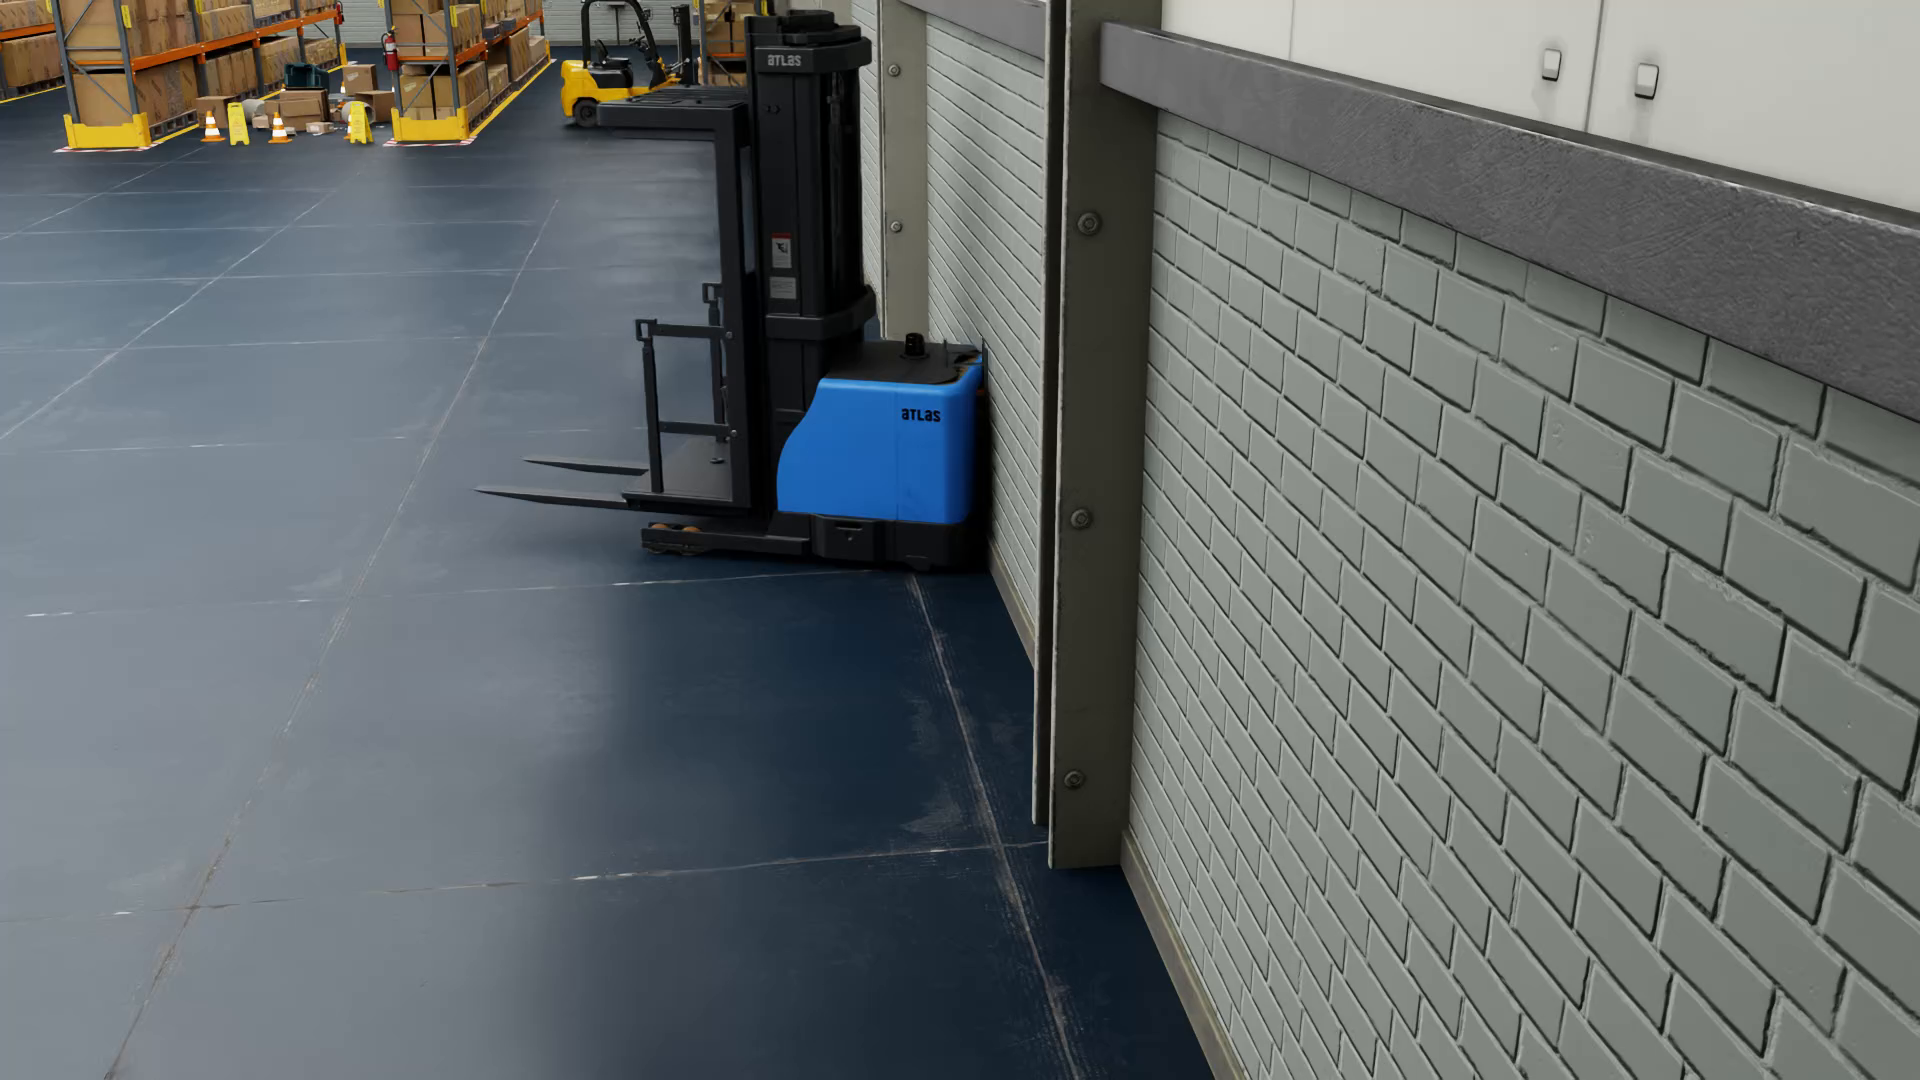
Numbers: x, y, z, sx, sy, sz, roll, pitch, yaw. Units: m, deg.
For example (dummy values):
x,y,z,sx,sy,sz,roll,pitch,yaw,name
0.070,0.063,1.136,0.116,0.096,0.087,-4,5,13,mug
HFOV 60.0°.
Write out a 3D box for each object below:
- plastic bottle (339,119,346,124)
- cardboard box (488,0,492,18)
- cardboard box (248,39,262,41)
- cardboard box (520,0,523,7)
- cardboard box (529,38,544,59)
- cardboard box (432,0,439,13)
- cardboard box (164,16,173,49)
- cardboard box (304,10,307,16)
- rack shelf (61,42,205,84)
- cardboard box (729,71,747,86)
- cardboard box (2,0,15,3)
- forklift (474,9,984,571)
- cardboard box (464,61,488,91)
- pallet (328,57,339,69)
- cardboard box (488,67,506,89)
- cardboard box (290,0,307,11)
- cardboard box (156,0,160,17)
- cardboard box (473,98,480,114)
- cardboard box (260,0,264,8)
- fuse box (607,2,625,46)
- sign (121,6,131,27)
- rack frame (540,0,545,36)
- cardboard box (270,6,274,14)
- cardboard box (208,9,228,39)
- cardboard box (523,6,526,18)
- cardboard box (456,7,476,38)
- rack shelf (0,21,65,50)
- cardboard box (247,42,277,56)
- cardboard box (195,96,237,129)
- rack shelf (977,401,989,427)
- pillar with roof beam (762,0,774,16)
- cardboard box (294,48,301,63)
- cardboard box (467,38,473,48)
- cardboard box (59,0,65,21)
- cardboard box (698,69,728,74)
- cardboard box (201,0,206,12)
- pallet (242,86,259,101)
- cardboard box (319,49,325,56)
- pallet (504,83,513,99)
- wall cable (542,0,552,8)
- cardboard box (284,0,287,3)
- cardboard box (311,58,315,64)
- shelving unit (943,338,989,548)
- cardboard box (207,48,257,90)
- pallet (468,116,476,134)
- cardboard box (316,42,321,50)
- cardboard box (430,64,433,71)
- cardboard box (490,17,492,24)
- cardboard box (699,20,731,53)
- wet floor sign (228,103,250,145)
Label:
x,y,z,sx,sy,sz,roll,pitch,yaw,name
-10.938,-7.462,29.608,0.133,0.061,0.283,1,20,2,plastic bottle
-9.125,-10.113,31.338,0.500,0.500,0.500,-3,21,-8,cardboard box
-15.312,-10.612,35.742,0.500,0.250,0.500,-2,21,-6,cardboard box
-10.038,-12.001,37.060,0.500,0.250,0.500,-2,21,-6,cardboard box
-10.664,-11.991,40.596,0.875,0.438,0.875,-2,21,-6,cardboard box
-9.047,-8.991,27.505,0.700,0.500,0.500,-3,21,-7,cardboard box
-14.024,-8.656,28.391,0.875,0.550,0.550,-3,21,-8,cardboard box
-15.257,-12.132,38.270,0.380,0.149,0.250,-4,21,-10,cardboard box
-13.864,-8.066,28.053,1.077,0.370,4.000,-3,21,-8,rack shelf
-3.662,-7.800,28.212,0.500,0.250,0.500,-3,21,-9,cardboard box
-19.832,-11.261,34.004,0.797,0.503,0.637,-2,21,-6,cardboard box
-1.339,-1.455,9.422,3.031,2.935,1.130,5,21,12,forklift
-8.917,-8.449,30.307,0.500,0.500,0.500,-3,21,-9,cardboard box
-15.789,-11.634,40.564,1.003,0.211,1.213,-3,21,-8,pallet
-9.659,-9.279,33.429,0.950,0.372,0.625,-3,21,-9,cardboard box
-15.127,-12.235,37.620,0.500,0.500,0.500,-3,21,-9,cardboard box
-13.913,-8.980,27.715,0.875,0.550,0.500,-3,21,-8,cardboard box
-8.692,-7.562,29.006,0.500,0.250,0.500,-2,21,-4,cardboard box
-14.719,-11.149,34.614,0.380,0.149,0.250,-3,21,-8,cardboard box
-9.734,-14.938,47.265,0.539,1.711,0.414,-3,21,-8,fuse box
-13.025,-8.179,25.977,0.100,0.325,0.005,-3,21,-8,sign
-10.998,-13.535,41.667,1.000,3.000,0.127,-3,21,-8,rack frame
-14.823,-11.273,35.372,0.380,0.149,0.250,-4,21,-10,cardboard box
-14.105,-9.686,31.219,0.500,0.500,0.500,-3,21,-8,cardboard box
-10.107,-11.937,37.603,0.500,0.250,0.500,-3,21,-9,cardboard box
-8.798,-9.067,29.138,0.500,0.500,0.500,-2,21,-6,cardboard box
-19.940,-10.620,34.893,1.077,0.370,4.000,-3,21,-8,rack shelf
-14.662,-10.284,34.863,0.500,0.250,0.500,-3,21,-8,cardboard box
-12.913,-7.440,28.917,0.500,0.500,0.500,1,20,2,cardboard box
0.031,-0.708,9.290,0.258,0.103,0.180,-1,26,-3,rack shelf
-8.114,-13.204,32.207,9.100,9.000,0.400,-3,21,-8,pillar with roof beam
-14.949,-10.647,36.909,0.500,0.500,0.500,-3,21,-9,cardboard box
-8.690,-8.637,28.914,0.380,0.149,0.250,-3,21,-7,cardboard box
-19.890,-11.549,36.207,0.500,0.500,0.500,-3,21,-8,cardboard box
-4.235,-7.944,28.599,0.500,0.250,0.500,-3,21,-7,cardboard box
-14.306,-9.960,30.524,0.700,0.500,0.500,-3,21,-9,cardboard box
-14.690,-8.897,33.236,1.003,0.211,1.213,-3,21,-8,pallet
-15.274,-11.540,39.376,0.380,0.149,0.250,-3,21,-7,cardboard box
-9.734,-9.188,34.014,1.003,0.211,1.213,-3,21,-8,pallet
-11.834,-15.976,46.708,0.585,1.953,0.123,-3,21,-8,wall cable
-15.013,-11.865,36.529,0.380,0.149,0.250,-3,21,-7,cardboard box
-15.251,-11.130,38.702,0.380,0.149,0.250,-3,21,-9,cardboard box
0.031,-0.532,9.375,0.258,1.200,0.189,-1,26,-3,shelving unit
-14.730,-9.408,33.232,1.050,0.750,0.750,-3,21,-8,cardboard box
-8.785,-6.998,28.151,1.003,0.211,1.213,-3,21,-8,pallet
-15.350,-11.677,39.318,0.380,0.149,0.250,-3,21,-7,cardboard box
-9.254,-8.125,28.514,0.380,0.149,0.250,-2,21,-5,cardboard box
-9.175,-9.939,31.798,0.380,0.149,0.250,-3,21,-7,cardboard box
-4.111,-8.451,27.912,0.500,0.500,0.500,-3,21,-9,cardboard box
-11.612,-6.697,26.725,0.267,0.644,0.232,-7,21,-17,wet floor sign
